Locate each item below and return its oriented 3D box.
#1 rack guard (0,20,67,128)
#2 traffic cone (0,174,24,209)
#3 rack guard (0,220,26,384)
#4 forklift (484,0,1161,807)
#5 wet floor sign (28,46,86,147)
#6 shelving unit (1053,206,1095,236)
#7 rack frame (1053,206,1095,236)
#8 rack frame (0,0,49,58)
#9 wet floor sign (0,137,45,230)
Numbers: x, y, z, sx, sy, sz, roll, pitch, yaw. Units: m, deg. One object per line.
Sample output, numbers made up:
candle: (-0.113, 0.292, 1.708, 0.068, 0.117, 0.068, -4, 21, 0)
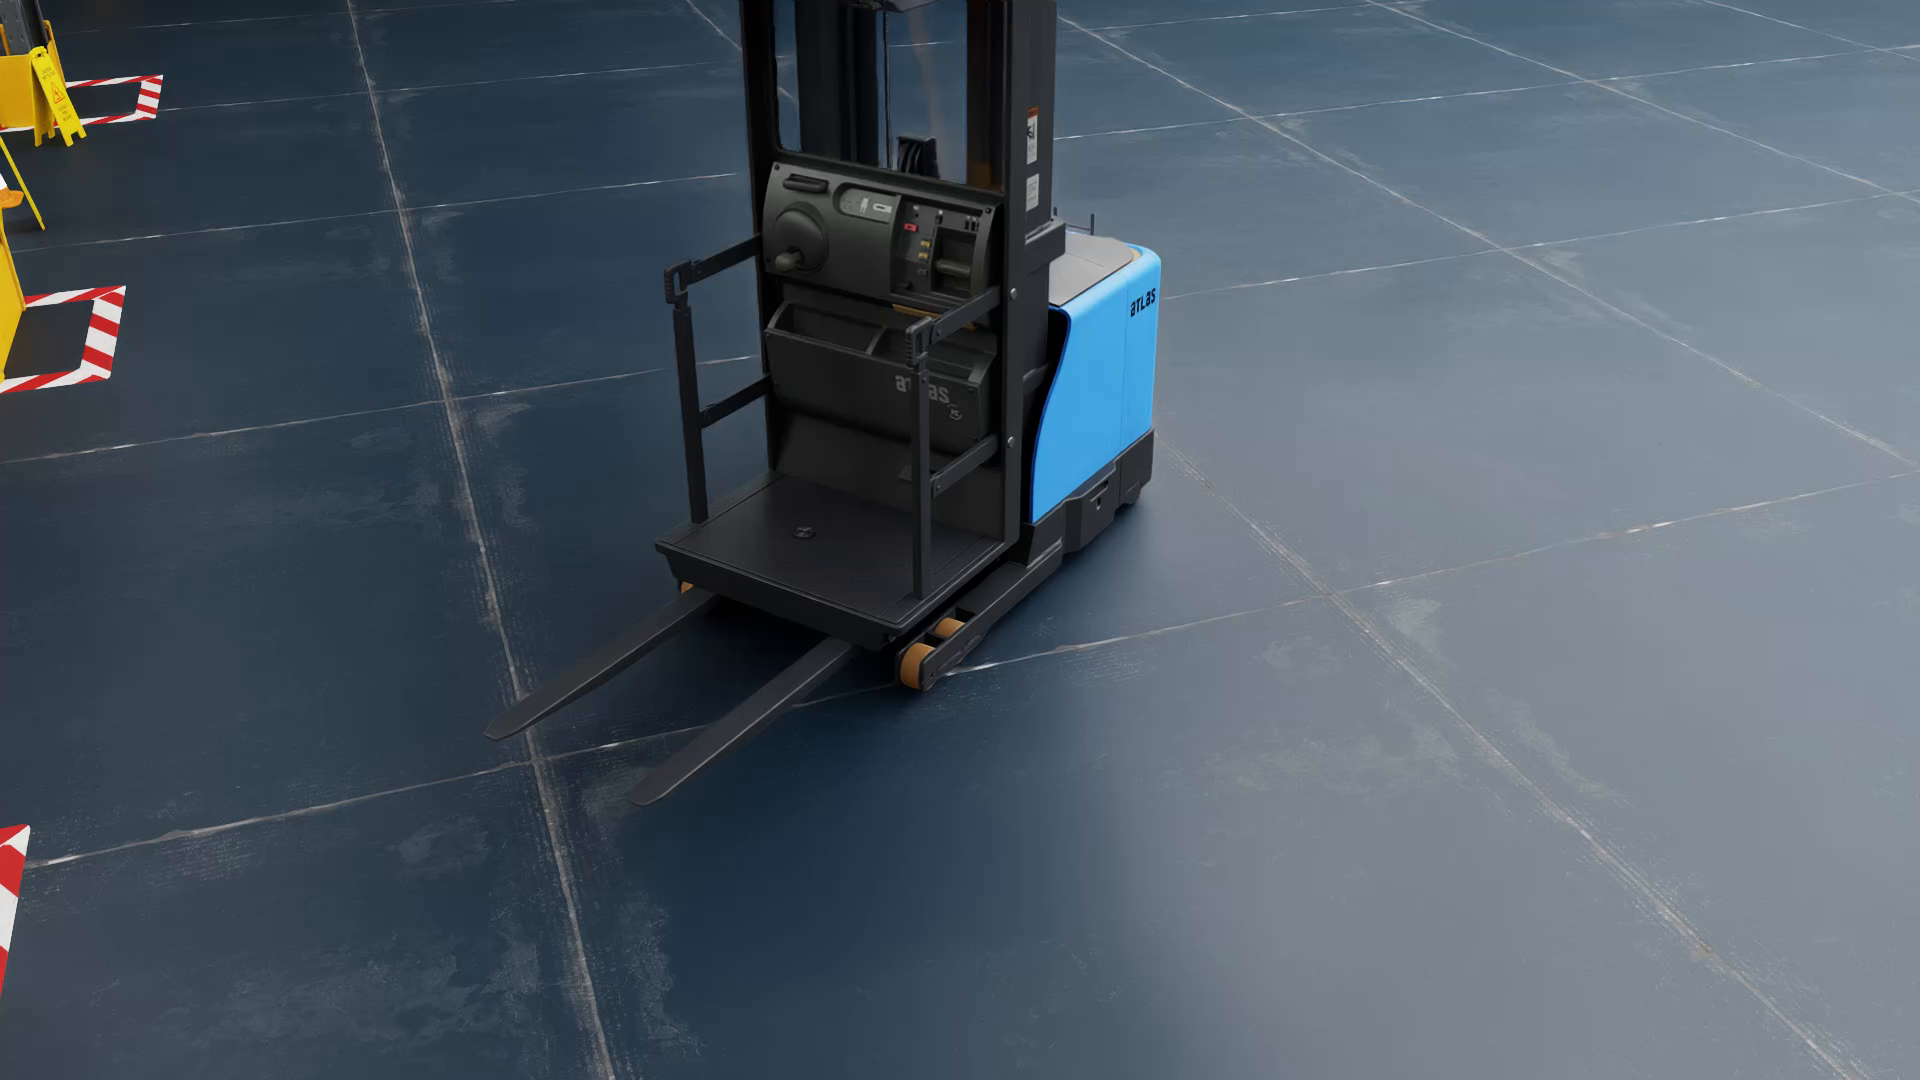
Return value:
rack guard: (-6.923, -3.463, 12.324, 0.348, 0.500, 1.175, -10, 31, -18)
traffic cone: (-6.099, -2.331, 10.374, 0.334, 0.463, 0.336, -10, 31, -18)
rack guard: (-5.008, -1.201, 8.353, 0.348, 0.500, 1.175, -10, 31, -18)
forklift: (-0.403, -1.011, 5.564, 1.130, 2.935, 3.031, 18, 34, 28)
wet floor sign: (-6.301, -3.076, 11.497, 0.232, 0.644, 0.267, 0, 30, 0)
shelving unit: (0.422, -0.901, 7.271, 0.215, 1.050, 0.252, 18, 34, 28)
rack frame: (0.488, -0.952, 7.360, 0.200, 1.050, 0.008, 18, 34, 28)
rack frame: (-6.852, -4.562, 11.728, 0.127, 3.000, 1.000, -10, 31, -18)
wet floor sign: (-5.694, -2.184, 9.931, 0.232, 0.644, 0.267, -16, 33, -26)
